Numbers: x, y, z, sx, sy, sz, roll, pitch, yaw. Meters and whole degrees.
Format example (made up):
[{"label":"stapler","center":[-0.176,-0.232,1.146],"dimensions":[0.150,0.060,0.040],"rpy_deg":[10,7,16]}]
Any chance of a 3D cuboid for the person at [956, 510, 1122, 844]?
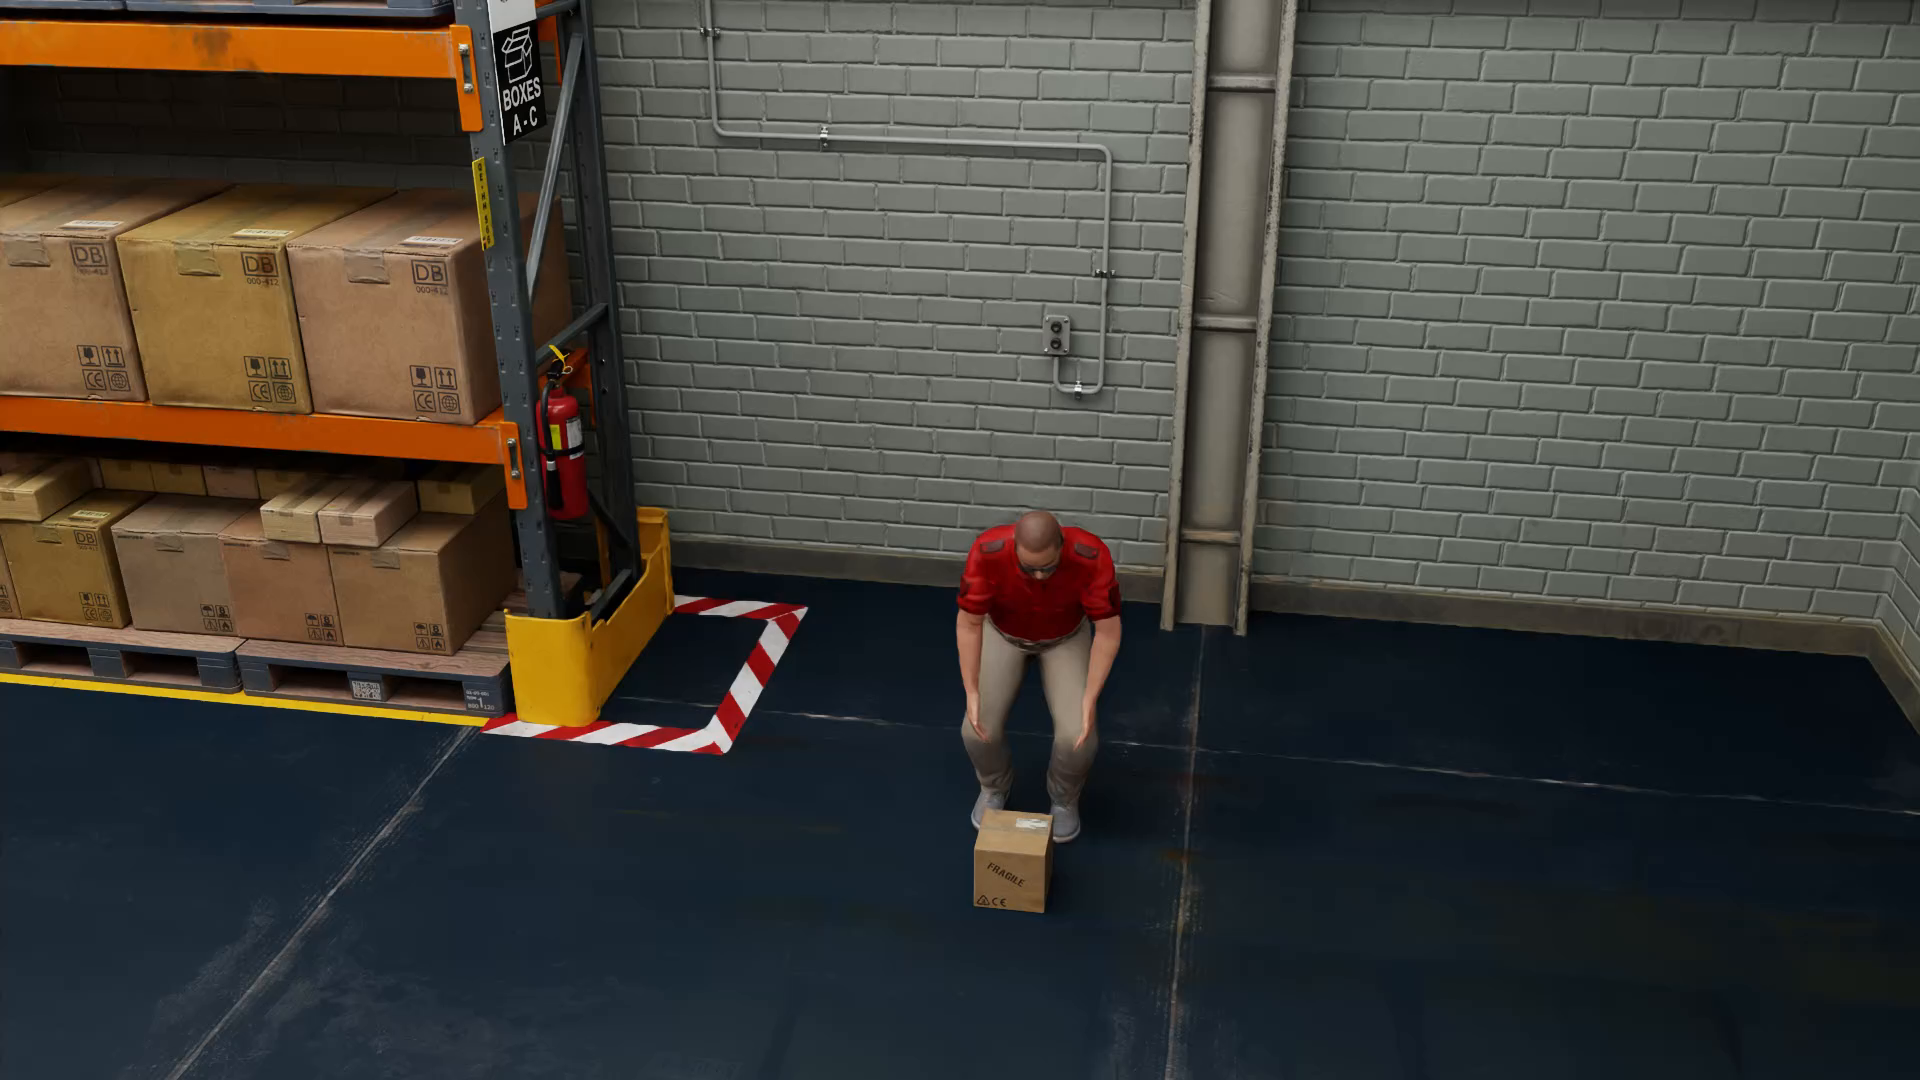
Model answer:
[{"label":"person","center":[0.296,0.444,6.066],"dimensions":[0.590,1.401,0.707],"rpy_deg":[4,25,9]}]
